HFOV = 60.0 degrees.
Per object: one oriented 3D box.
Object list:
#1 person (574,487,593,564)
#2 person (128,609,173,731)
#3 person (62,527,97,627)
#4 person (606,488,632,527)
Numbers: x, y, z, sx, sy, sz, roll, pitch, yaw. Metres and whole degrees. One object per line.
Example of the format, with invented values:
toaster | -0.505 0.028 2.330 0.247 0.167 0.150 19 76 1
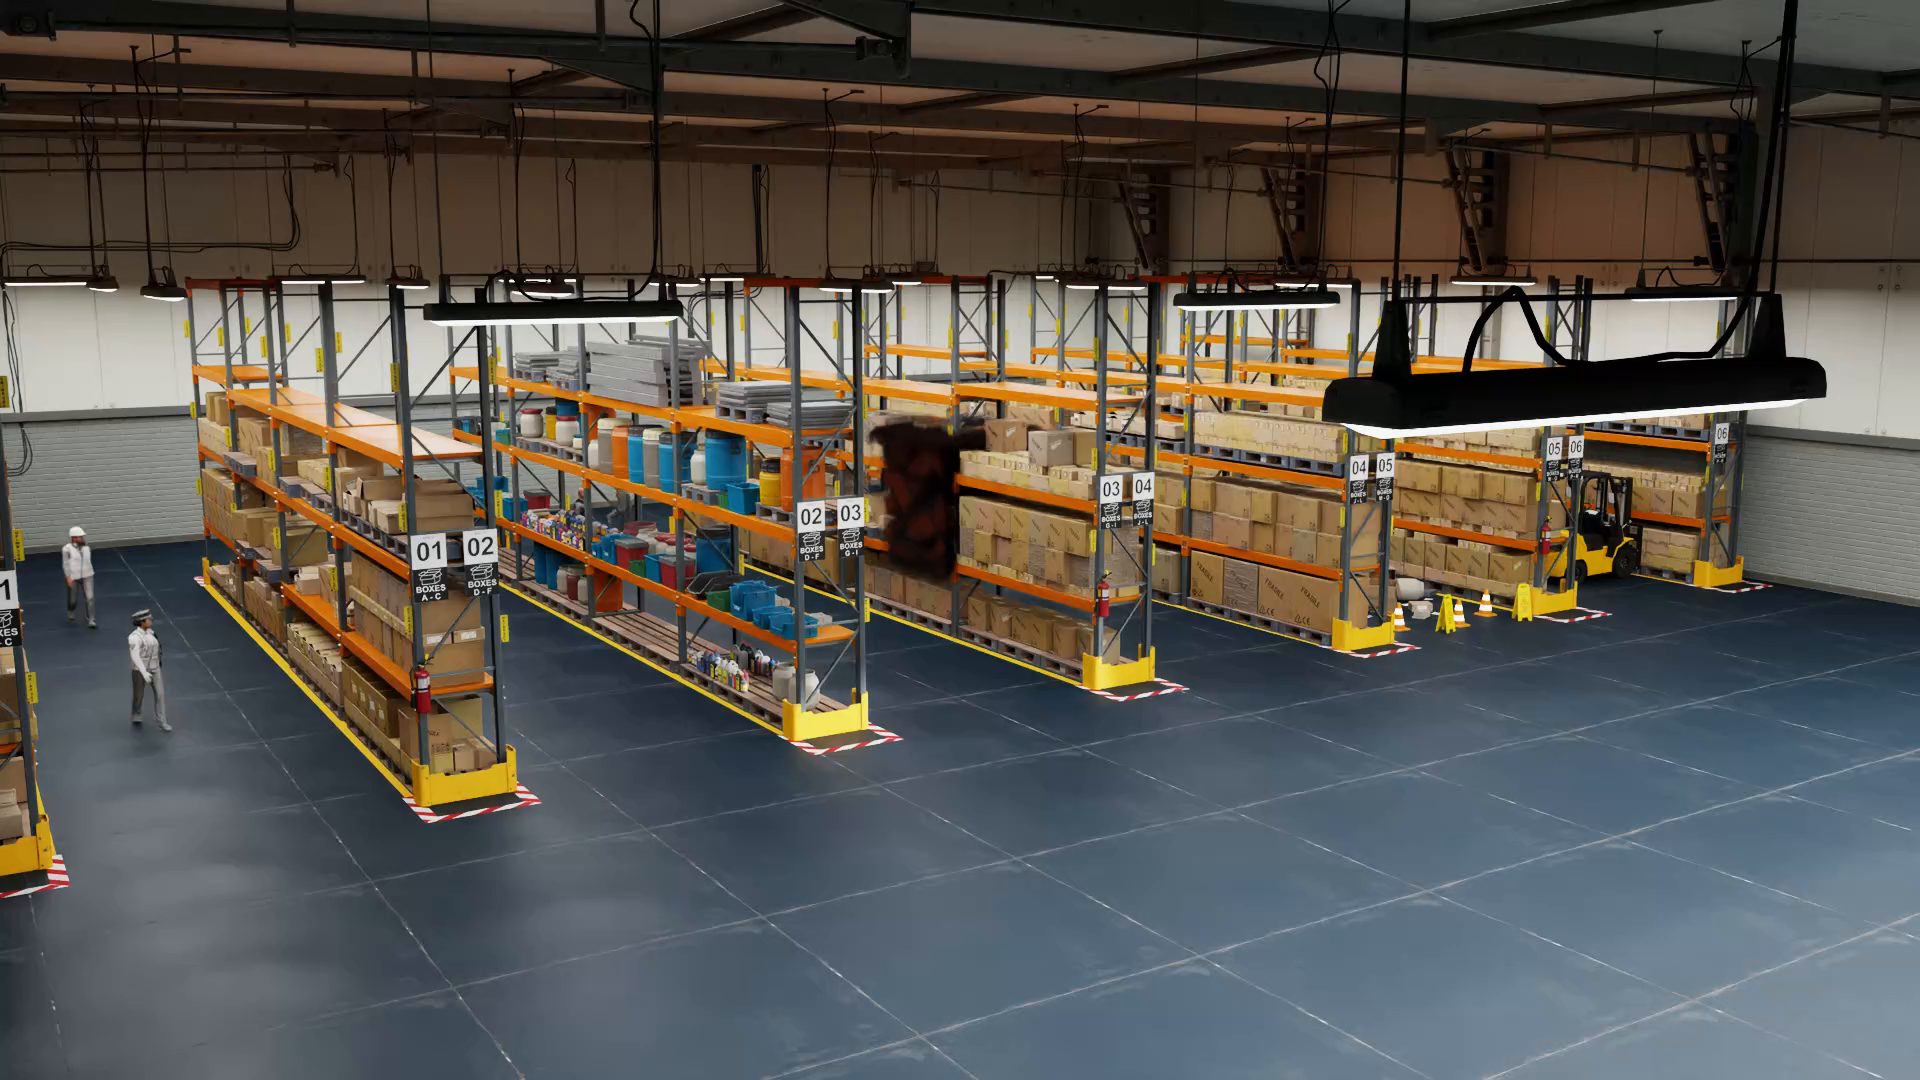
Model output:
person | -7.681 -0.239 34.283 0.573 1.719 0.573 -1 10 -7
person | -11.062 1.756 22.618 0.422 1.633 0.980 -8 12 -39
person | -15.386 0.627 29.012 0.494 1.731 0.841 -7 12 -35
person | -8.059 -1.104 39.597 0.546 1.625 0.454 1 10 4
